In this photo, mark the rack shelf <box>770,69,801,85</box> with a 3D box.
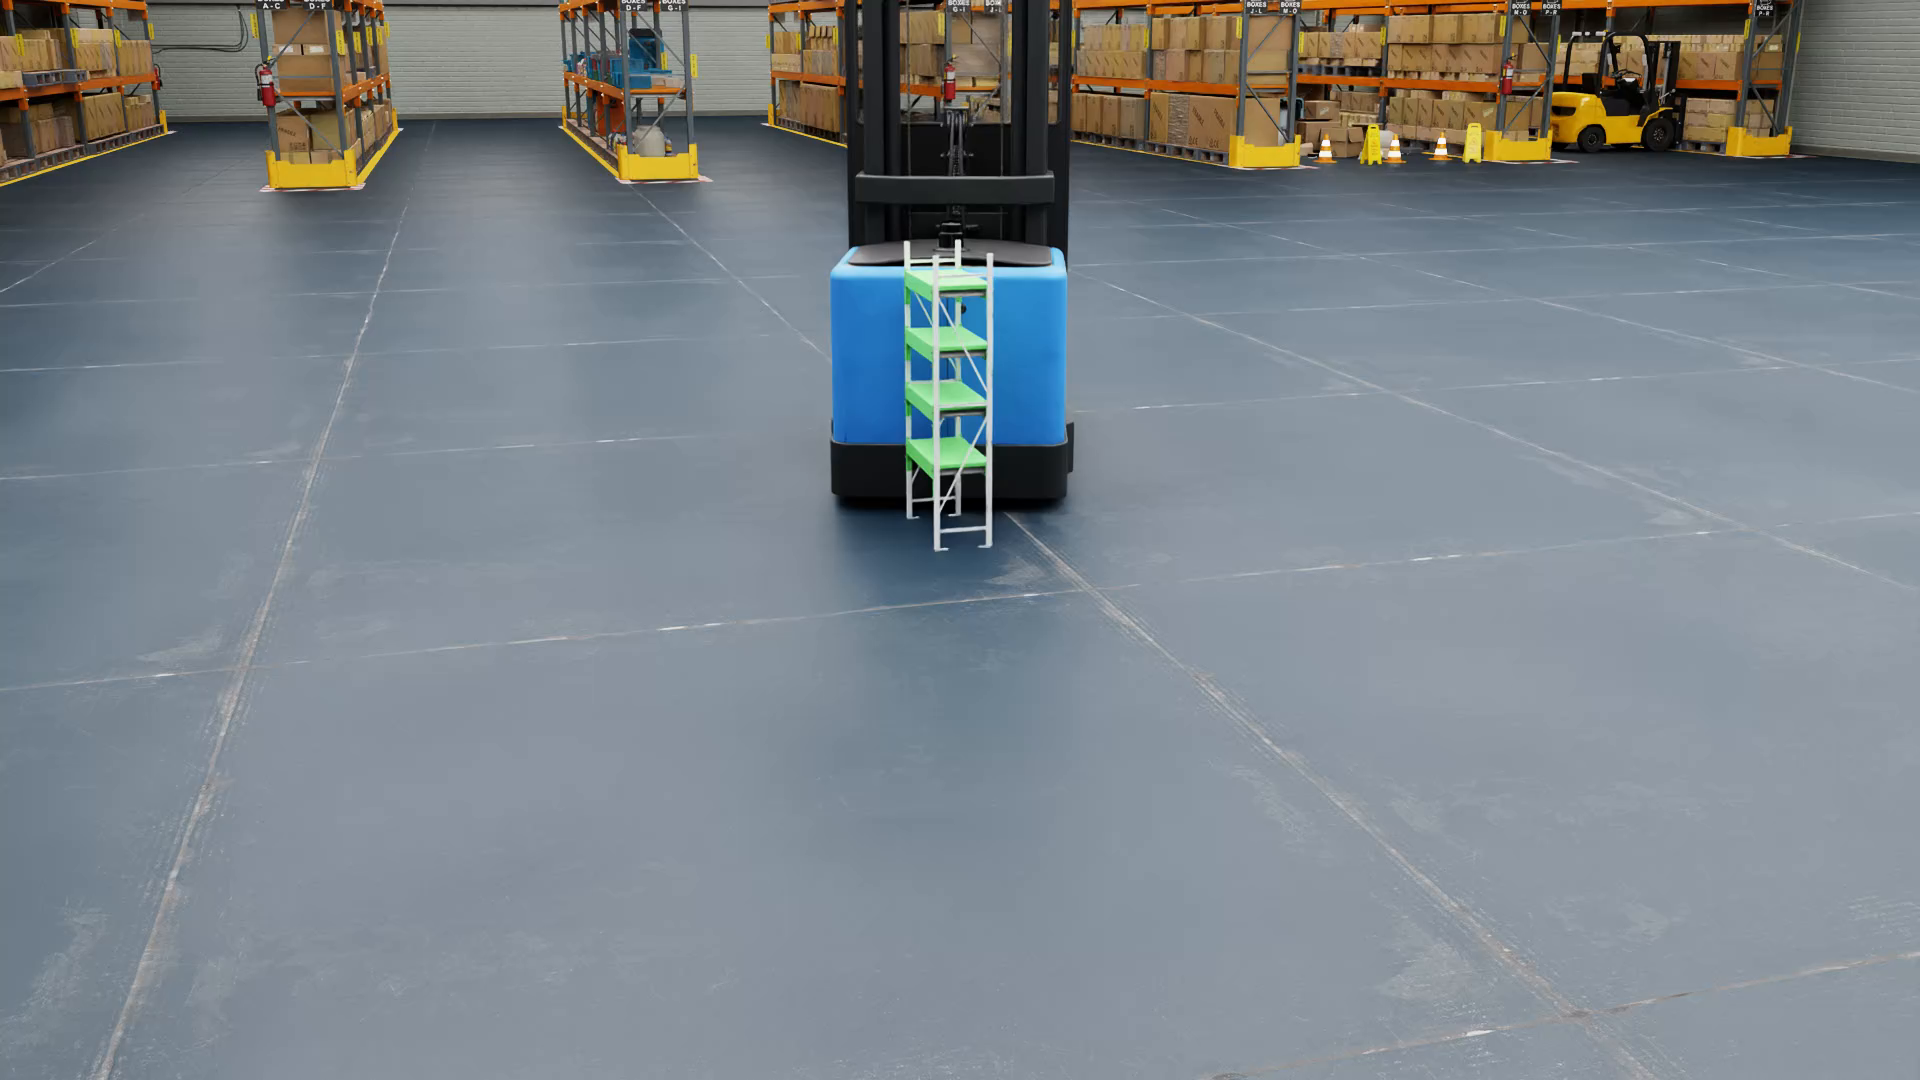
[{"bbox_3d":[-3.593,-10.830,39.044,1.077,0.370,4.000,-5,17,-15],"label":"rack shelf"}]

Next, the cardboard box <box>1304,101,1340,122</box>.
[{"bbox_3d":[6.980,-8.209,32.095,0.500,0.500,0.500,-5,17,-15],"label":"cardboard box"}]

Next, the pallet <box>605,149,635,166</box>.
[{"bbox_3d":[-5.463,-6.493,28.200,1.003,0.211,1.213,-5,17,-15],"label":"pallet"}]

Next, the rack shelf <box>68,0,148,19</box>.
[{"bbox_3d":[-17.881,-11.092,34.701,1.077,0.370,4.000,-5,17,-15],"label":"rack shelf"}]

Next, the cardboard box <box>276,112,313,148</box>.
[{"bbox_3d":[-9.994,-6.164,25.004,0.500,0.500,0.500,-5,17,-15],"label":"cardboard box"}]

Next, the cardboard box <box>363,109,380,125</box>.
[{"bbox_3d":[-11.470,-8.040,32.083,0.500,0.500,0.500,-5,18,-17],"label":"cardboard box"}]

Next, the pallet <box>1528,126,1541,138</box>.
[{"bbox_3d":[12.876,-8.789,35.845,1.003,0.211,1.213,-5,17,-15],"label":"pallet"}]

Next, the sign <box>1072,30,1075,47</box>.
[{"bbox_3d":[2.333,-10.351,34.321,0.100,0.325,0.005,-5,17,-15],"label":"sign"}]

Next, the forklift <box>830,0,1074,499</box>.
[{"bbox_3d":[0.002,-1.954,8.364,1.130,2.935,3.031,1,17,2],"label":"forklift"}]

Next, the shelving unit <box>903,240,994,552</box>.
[{"bbox_3d":[-0.051,-0.605,6.882,0.258,1.200,0.503,-4,17,-14],"label":"shelving unit"}]

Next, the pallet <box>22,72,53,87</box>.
[{"bbox_3d":[-15.203,-7.365,26.591,1.003,0.211,1.213,-5,17,-15],"label":"pallet"}]

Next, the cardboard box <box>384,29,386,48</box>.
[{"bbox_3d":[-13.142,-11.232,37.218,0.500,0.500,0.500,-4,17,-14],"label":"cardboard box"}]

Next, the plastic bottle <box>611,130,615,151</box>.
[{"bbox_3d":[-5.784,-6.703,27.894,0.144,0.351,0.185,-4,17,-14],"label":"plastic bottle"}]

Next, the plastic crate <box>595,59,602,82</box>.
[{"bbox_3d":[-6.209,-8.290,29.365,0.392,0.384,0.575,-5,17,-15],"label":"plastic crate"}]

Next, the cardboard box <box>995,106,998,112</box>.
[{"bbox_3d":[1.067,-10.395,40.051,0.380,0.149,0.250,-6,18,-18],"label":"cardboard box"}]

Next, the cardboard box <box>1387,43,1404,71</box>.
[{"bbox_3d":[8.536,-9.239,31.805,0.500,0.500,0.500,-5,17,-15],"label":"cardboard box"}]

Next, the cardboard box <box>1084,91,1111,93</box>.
[{"bbox_3d":[2.896,-9.453,35.518,0.500,0.250,0.500,-6,18,-18],"label":"cardboard box"}]

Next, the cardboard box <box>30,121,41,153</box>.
[{"bbox_3d":[-15.541,-6.589,27.253,0.700,0.500,0.500,-5,17,-16],"label":"cardboard box"}]

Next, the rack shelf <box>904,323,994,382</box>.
[{"bbox_3d":[-0.051,-0.774,6.831,0.258,0.148,0.480,-4,17,-14],"label":"rack shelf"}]

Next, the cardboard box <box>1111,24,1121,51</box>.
[{"bbox_3d":[3.390,-9.858,32.646,0.700,0.500,0.500,-5,17,-16],"label":"cardboard box"}]

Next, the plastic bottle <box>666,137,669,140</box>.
[{"bbox_3d":[-4.751,-6.411,27.037,0.061,0.283,0.133,-4,17,-14],"label":"plastic bottle"}]

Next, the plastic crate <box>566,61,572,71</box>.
[{"bbox_3d":[-8.709,-10.744,37.691,0.416,0.233,0.300,-5,17,-15],"label":"plastic crate"}]

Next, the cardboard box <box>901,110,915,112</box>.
[{"bbox_3d":[-1.260,-7.882,31.559,0.700,0.500,0.500,-6,18,-20],"label":"cardboard box"}]

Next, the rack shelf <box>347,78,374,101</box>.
[{"bbox_3d":[-10.920,-7.835,29.073,1.077,0.370,4.000,-5,17,-15],"label":"rack shelf"}]

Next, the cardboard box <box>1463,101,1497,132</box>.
[{"bbox_3d":[9.312,-7.530,29.553,0.500,0.500,0.500,-5,17,-15],"label":"cardboard box"}]

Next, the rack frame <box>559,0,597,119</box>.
[{"bbox_3d":[-8.905,-11.337,39.479,1.000,3.000,0.127,-5,17,-15],"label":"rack frame"}]

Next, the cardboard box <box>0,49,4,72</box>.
[{"bbox_3d":[-14.435,-7.147,24.453,0.500,0.500,0.500,-5,17,-17],"label":"cardboard box"}]

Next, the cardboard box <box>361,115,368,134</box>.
[{"bbox_3d":[-10.521,-7.196,28.767,0.500,0.311,0.500,-5,18,-17],"label":"cardboard box"}]

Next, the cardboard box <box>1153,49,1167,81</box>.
[{"bbox_3d":[4.065,-8.744,30.586,0.875,0.550,0.550,-5,17,-15],"label":"cardboard box"}]

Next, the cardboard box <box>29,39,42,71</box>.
[{"bbox_3d":[-15.598,-7.971,27.335,0.700,0.500,0.500,-2,17,-8],"label":"cardboard box"}]

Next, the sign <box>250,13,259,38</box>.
[{"bbox_3d":[-9.797,-7.149,23.114,0.100,0.325,0.005,-5,17,-15],"label":"sign"}]

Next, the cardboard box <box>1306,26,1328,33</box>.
[{"bbox_3d":[7.684,-10.981,36.384,0.500,0.500,0.500,-5,18,-17],"label":"cardboard box"}]

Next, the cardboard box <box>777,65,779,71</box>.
[{"bbox_3d":[-4.147,-11.270,39.693,0.380,0.149,0.250,-5,17,-16],"label":"cardboard box"}]

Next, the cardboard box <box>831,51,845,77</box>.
[{"bbox_3d":[-2.318,-9.680,33.790,0.500,0.500,0.500,-4,17,-14],"label":"cardboard box"}]

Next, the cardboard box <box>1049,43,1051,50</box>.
[{"bbox_3d":[2.061,-10.560,35.567,0.380,0.149,0.250,-4,17,-14],"label":"cardboard box"}]

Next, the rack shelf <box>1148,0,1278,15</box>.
[{"bbox_3d":[4.502,-9.312,28.775,1.077,0.370,4.000,-5,17,-15],"label":"rack shelf"}]

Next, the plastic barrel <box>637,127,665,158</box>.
[{"bbox_3d":[-4.762,-6.097,25.628,0.421,0.512,0.421,0,17,0],"label":"plastic barrel"}]

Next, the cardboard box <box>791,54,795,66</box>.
[{"bbox_3d":[-3.562,-10.937,37.891,0.500,0.250,0.500,-4,17,-14],"label":"cardboard box"}]

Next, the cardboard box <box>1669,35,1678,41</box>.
[{"bbox_3d":[13.773,-9.558,31.738,0.380,0.149,0.250,-5,17,-15],"label":"cardboard box"}]

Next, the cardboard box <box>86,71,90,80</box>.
[{"bbox_3d":[-16.152,-8.490,30.403,0.380,0.149,0.250,-4,17,-14],"label":"cardboard box"}]

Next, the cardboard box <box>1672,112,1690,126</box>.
[{"bbox_3d":[13.830,-7.994,31.531,0.500,0.250,0.500,-5,17,-17],"label":"cardboard box"}]

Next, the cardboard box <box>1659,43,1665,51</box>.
[{"bbox_3d":[13.614,-9.479,31.993,0.380,0.149,0.250,-5,18,-17],"label":"cardboard box"}]

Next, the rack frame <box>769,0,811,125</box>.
[{"bbox_3d":[-4.143,-11.728,40.782,1.000,3.000,0.127,-5,17,-15],"label":"rack frame"}]

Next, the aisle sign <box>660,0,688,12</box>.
[{"bbox_3d":[-4.206,-8.159,24.382,0.394,0.787,0.004,-5,17,-15],"label":"aisle sign"}]

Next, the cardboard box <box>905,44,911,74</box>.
[{"bbox_3d":[-0.443,-8.198,28.341,0.875,0.500,0.500,-5,17,-15],"label":"cardboard box"}]

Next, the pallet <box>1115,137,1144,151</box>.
[{"bbox_3d":[3.667,-7.645,32.036,1.003,0.211,1.213,-5,17,-15],"label":"pallet"}]

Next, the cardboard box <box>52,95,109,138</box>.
[{"bbox_3d":[-16.543,-7.969,31.273,0.750,0.750,0.750,-5,17,-16],"label":"cardboard box"}]

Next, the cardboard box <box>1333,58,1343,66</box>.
[{"bbox_3d":[7.892,-9.824,34.150,0.380,0.149,0.250,-4,17,-14],"label":"cardboard box"}]

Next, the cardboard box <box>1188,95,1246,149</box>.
[{"bbox_3d":[4.557,-7.276,28.923,0.875,0.875,0.875,-5,17,-16],"label":"cardboard box"}]

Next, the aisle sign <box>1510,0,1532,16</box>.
[{"bbox_3d":[9.521,-9.291,28.150,0.394,0.787,0.004,-5,17,-15],"label":"aisle sign"}]

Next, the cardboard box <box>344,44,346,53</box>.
[{"bbox_3d":[-9.950,-7.786,26.358,0.380,0.149,0.250,-5,17,-17],"label":"cardboard box"}]

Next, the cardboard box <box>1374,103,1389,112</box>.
[{"bbox_3d":[10.723,-10.920,42.114,0.396,0.266,0.258,-4,17,-13],"label":"cardboard box"}]

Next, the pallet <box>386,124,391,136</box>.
[{"bbox_3d":[-13.096,-9.032,36.654,1.003,0.211,1.213,-5,17,-15],"label":"pallet"}]

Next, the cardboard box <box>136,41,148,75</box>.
[{"bbox_3d":[-18.070,-10.356,35.694,0.980,0.700,0.700,-5,17,-16],"label":"cardboard box"}]

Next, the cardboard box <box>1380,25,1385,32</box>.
[{"bbox_3d":[8.497,-10.345,33.629,0.380,0.149,0.250,-4,17,-12],"label":"cardboard box"}]
